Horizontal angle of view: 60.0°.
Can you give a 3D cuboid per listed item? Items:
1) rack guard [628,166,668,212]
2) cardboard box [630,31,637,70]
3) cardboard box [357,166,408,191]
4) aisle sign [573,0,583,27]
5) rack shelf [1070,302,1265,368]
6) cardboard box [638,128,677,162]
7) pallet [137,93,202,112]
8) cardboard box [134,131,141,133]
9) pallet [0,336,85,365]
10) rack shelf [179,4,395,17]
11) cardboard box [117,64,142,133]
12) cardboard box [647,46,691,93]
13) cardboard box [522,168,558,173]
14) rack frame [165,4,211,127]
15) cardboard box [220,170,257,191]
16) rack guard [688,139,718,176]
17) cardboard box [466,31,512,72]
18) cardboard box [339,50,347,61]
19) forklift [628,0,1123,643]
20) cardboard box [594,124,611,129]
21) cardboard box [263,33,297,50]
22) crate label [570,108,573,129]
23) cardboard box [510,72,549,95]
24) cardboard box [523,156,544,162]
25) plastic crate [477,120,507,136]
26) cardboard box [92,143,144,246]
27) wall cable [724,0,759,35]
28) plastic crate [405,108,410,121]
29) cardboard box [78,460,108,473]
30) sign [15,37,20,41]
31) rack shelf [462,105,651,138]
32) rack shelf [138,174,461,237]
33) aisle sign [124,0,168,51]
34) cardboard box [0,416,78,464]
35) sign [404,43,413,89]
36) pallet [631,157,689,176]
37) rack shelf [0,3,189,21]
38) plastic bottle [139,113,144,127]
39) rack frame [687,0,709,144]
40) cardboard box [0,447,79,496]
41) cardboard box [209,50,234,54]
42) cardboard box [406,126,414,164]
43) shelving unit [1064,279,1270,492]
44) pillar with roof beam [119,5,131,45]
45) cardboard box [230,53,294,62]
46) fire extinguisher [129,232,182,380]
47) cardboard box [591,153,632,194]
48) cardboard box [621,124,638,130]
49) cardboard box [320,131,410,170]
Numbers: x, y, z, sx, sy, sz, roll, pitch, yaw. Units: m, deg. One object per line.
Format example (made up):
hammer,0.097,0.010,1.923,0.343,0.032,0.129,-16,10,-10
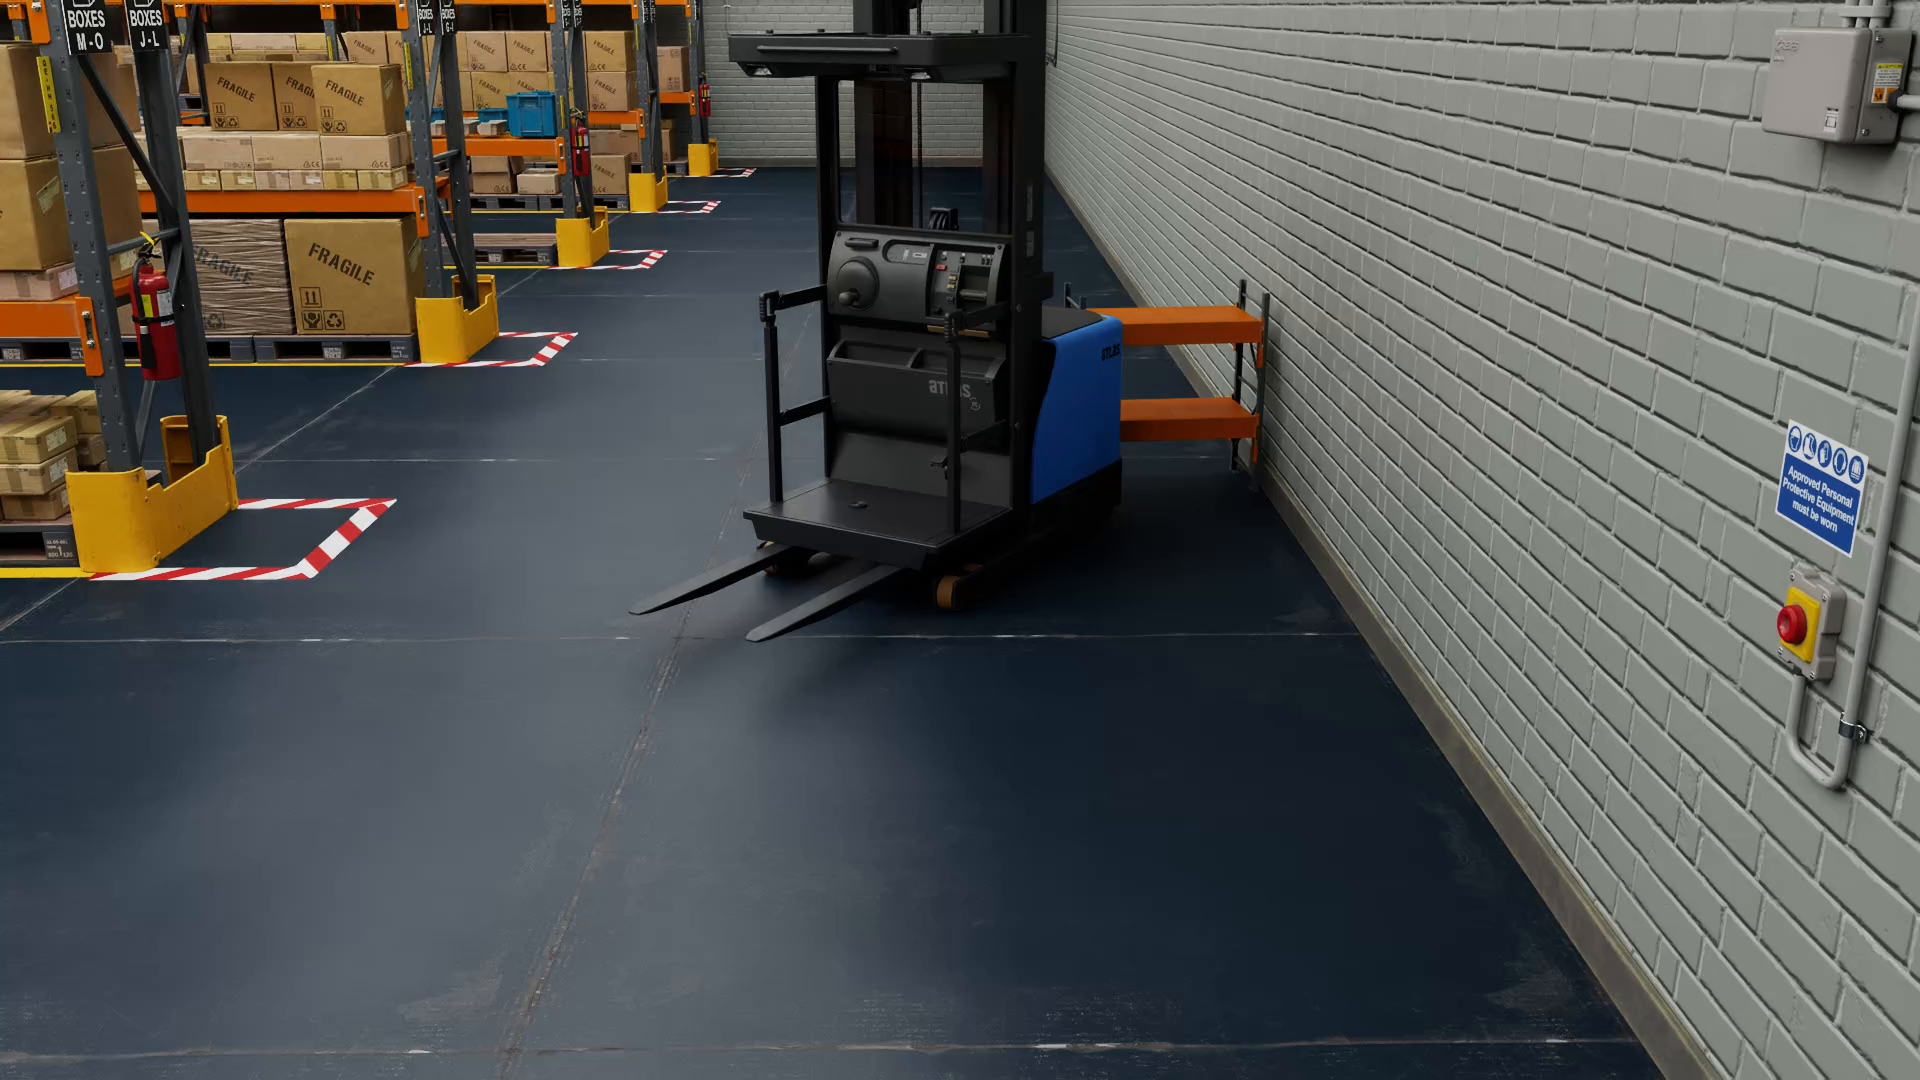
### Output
rack guard,-4.247,-4.798,22.687,0.348,0.500,1.175,0,18,-1
cardboard box,-4.619,-6.591,22.383,0.500,0.500,0.500,0,18,1
cardboard box,-4.370,-2.742,12.594,0.250,0.149,0.380,0,18,0
aisle sign,-4.030,-5.805,17.477,0.004,0.787,0.394,0,18,-1
rack shelf,1.138,-1.140,9.302,1.000,0.278,0.538,-2,18,-7
cardboard box,-4.952,-6.478,27.235,0.500,0.500,0.700,0,18,-1
pallet,-10.226,-5.870,22.249,1.213,0.211,1.003,0,18,-1
cardboard box,-6.529,-2.942,12.566,0.500,0.250,0.500,0,18,1
pallet,-7.257,-1.596,13.178,1.213,0.211,1.003,0,18,-1
rack shelf,-10.252,-8.559,26.584,4.000,0.370,1.077,0,18,-1
cardboard box,-6.523,-3.300,12.454,0.500,0.500,0.500,-1,18,-3
cardboard box,-4.763,-7.639,26.960,0.700,0.700,0.980,1,18,2
cardboard box,-5.719,-4.968,22.906,0.500,0.250,0.500,0,18,-1
rack frame,-8.096,-4.457,17.530,0.127,3.000,1.000,0,18,-1
cardboard box,-5.391,-2.736,12.578,0.250,0.149,0.380,-1,18,-2
rack guard,-4.229,-6.312,27.405,0.348,0.500,1.175,0,18,-1
cardboard box,-6.149,-6.418,21.842,0.500,0.500,0.500,0,18,1
cardboard box,-9.723,-7.597,26.636,0.500,0.500,0.500,0,18,-1
forklift,-0.318,-1.232,7.590,1.130,2.935,3.031,10,20,29
cardboard box,-5.841,-6.843,27.312,0.250,0.149,0.380,0,18,0
cardboard box,-10.757,-7.949,26.506,0.500,0.250,0.500,0,18,0
crate label,-4.349,-4.524,17.917,0.303,0.233,0.416,0,18,-1
cardboard box,-5.632,-5.947,22.012,0.500,0.500,0.500,0,18,0
cardboard box,-7.001,-6.466,27.199,0.500,0.500,0.700,0,18,-1
plastic crate,-4.909,-4.320,17.437,0.243,0.136,0.396,0,18,-1
cardboard box,-4.495,-1.720,8.347,0.500,0.500,0.500,1,18,2
wall cable,-2.988,-8.281,27.788,1.851,1.984,0.084,0,18,-1
plastic crate,-5.965,-4.517,17.892,0.300,0.233,0.416,0,18,-1
cardboard box,-4.570,-0.386,8.819,0.250,0.149,0.380,0,18,0
sign,-12.158,-6.332,21.481,0.005,0.325,0.100,0,18,-1
rack shelf,-6.171,-5.637,22.387,4.000,0.370,1.077,0,18,-1
rack shelf,-6.018,-2.611,12.955,4.000,0.370,1.077,0,18,-1
aisle sign,-3.973,-2.778,8.041,0.004,0.787,0.394,0,18,-1
cardboard box,-4.567,-0.494,8.182,0.250,0.149,0.380,0,18,0
sign,-4.024,-3.462,12.145,0.005,0.325,0.100,0,18,-1
pallet,-5.051,-6.146,27.362,1.213,0.211,1.003,0,18,-1
rack shelf,-10.096,-5.533,17.152,4.000,0.370,1.077,0,18,-1
plastic bottle,-8.485,-4.297,17.236,0.135,0.276,0.152,0,18,-1
rack frame,-4.253,-7.502,27.023,0.127,3.000,1.000,0,18,-1
cardboard box,-4.565,-0.343,8.197,0.250,0.149,0.380,-1,18,-2
cardboard box,-11.763,-7.586,26.603,0.500,0.500,0.500,0,18,1
cardboard box,-4.503,-3.114,13.102,0.500,0.250,0.500,-1,18,-2
shelving unit,1.138,-0.862,9.392,1.048,1.125,0.538,-2,18,-7
pillar with roof beam,-13.498,-9.263,22.692,0.400,9.000,9.100,0,18,-1
cardboard box,-9.335,-6.261,22.302,0.500,0.500,0.700,3,18,8
fire extinguisher,-3.782,-1.094,7.784,0.183,0.674,0.296,0,18,-1
cardboard box,-4.711,-4.930,22.379,0.500,0.500,0.500,0,18,-1
cardboard box,-5.333,-6.729,26.956,0.250,0.149,0.380,0,18,1
cardboard box,-4.499,-2.950,12.592,0.500,0.250,0.500,-1,18,-2
